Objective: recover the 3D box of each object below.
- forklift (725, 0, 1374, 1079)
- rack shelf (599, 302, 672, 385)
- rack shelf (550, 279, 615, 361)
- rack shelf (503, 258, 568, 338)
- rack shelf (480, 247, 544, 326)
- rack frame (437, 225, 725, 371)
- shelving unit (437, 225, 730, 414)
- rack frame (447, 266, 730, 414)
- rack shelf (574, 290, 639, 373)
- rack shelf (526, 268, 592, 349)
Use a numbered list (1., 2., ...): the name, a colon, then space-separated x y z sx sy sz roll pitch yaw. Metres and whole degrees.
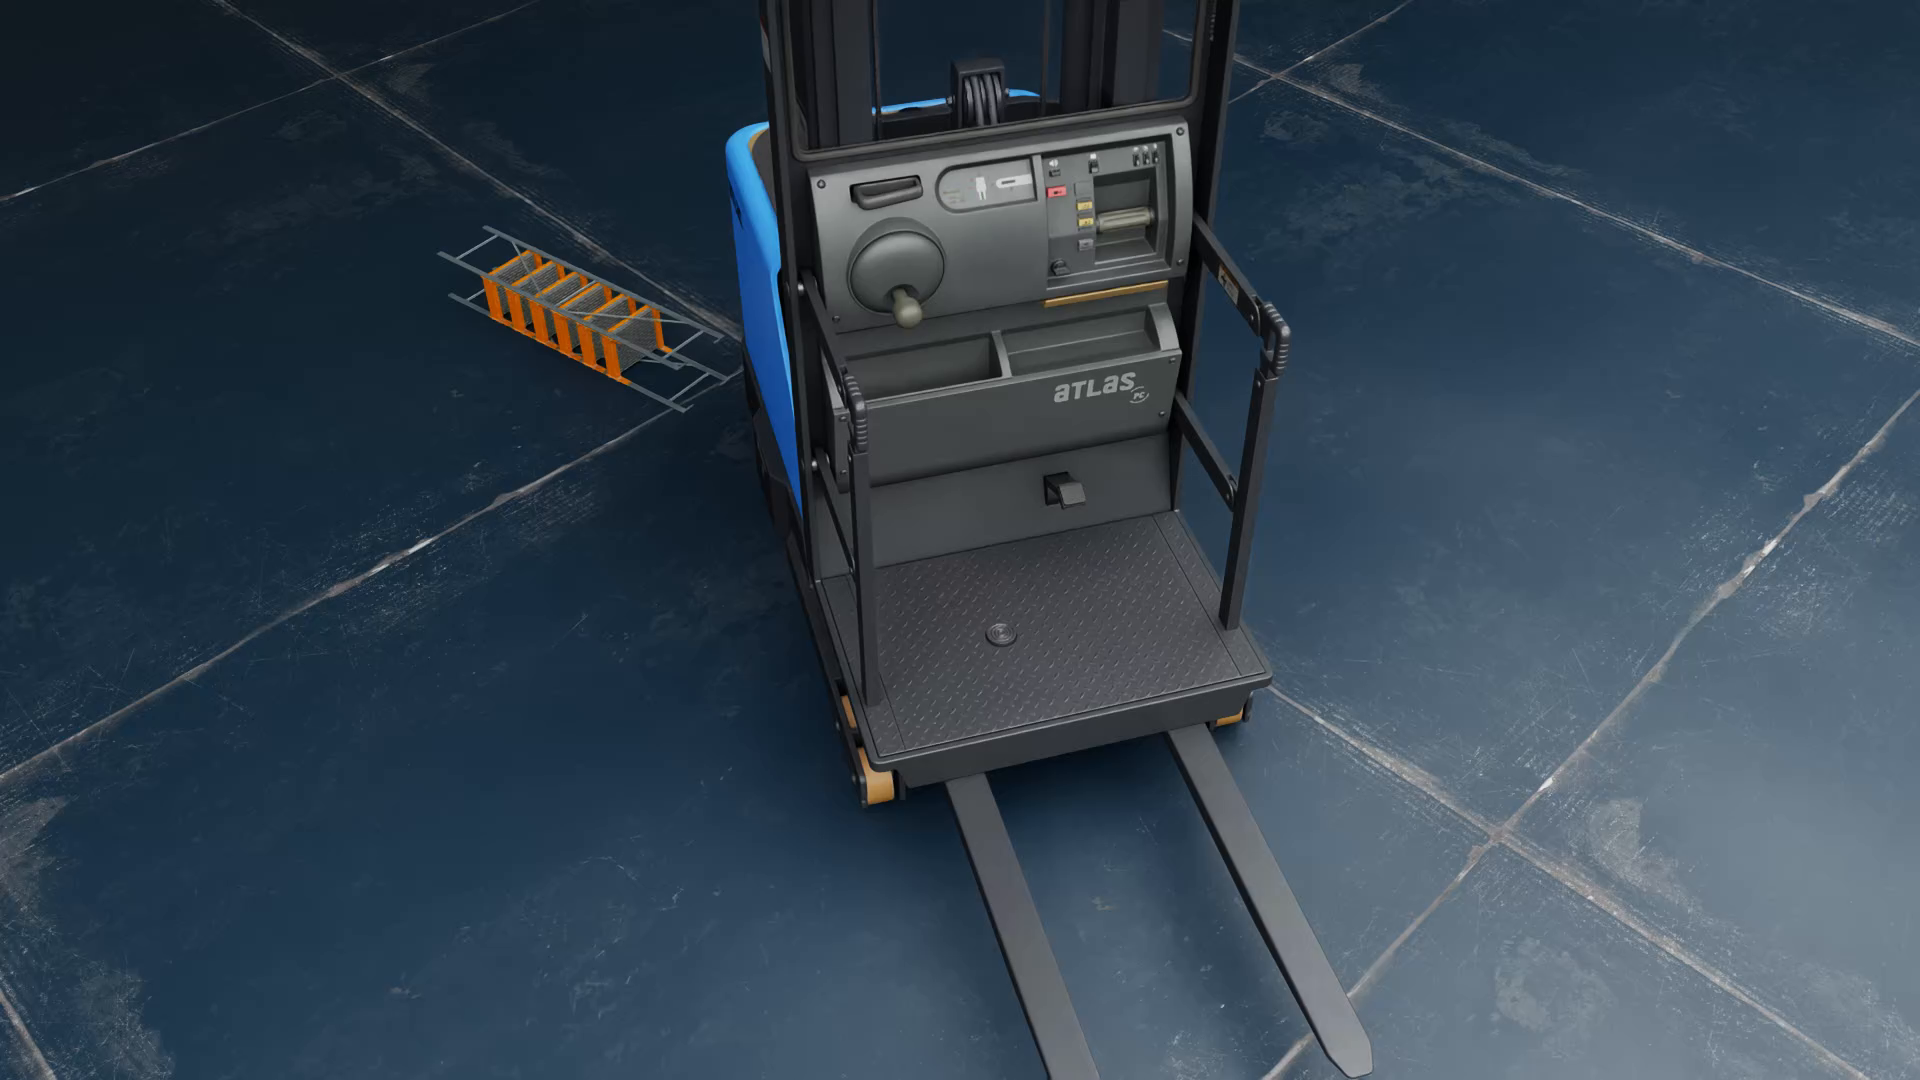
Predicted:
1. forklift: 0.173 -0.668 3.814 1.130 2.935 3.031 -11 44 -12
2. rack shelf: -1.135 -0.695 5.860 0.103 0.180 0.258 26 49 26
3. rack shelf: -1.329 -0.791 5.964 0.103 0.180 0.258 26 49 26
4. rack shelf: -1.524 -0.887 6.067 0.103 0.180 0.258 26 49 26
5. rack shelf: -1.621 -0.935 6.119 0.103 0.180 0.258 26 49 26
6. rack frame: -1.365 -0.876 5.921 1.200 0.006 0.240 26 49 26
7. shelving unit: -1.365 -0.809 5.983 1.200 0.189 0.258 26 49 26
8. rack frame: -1.365 -0.742 6.045 1.200 0.006 0.240 26 49 26
9. rack shelf: -1.232 -0.743 5.912 0.103 0.180 0.258 26 49 26
10. rack shelf: -1.426 -0.839 6.015 0.103 0.180 0.258 26 49 26
